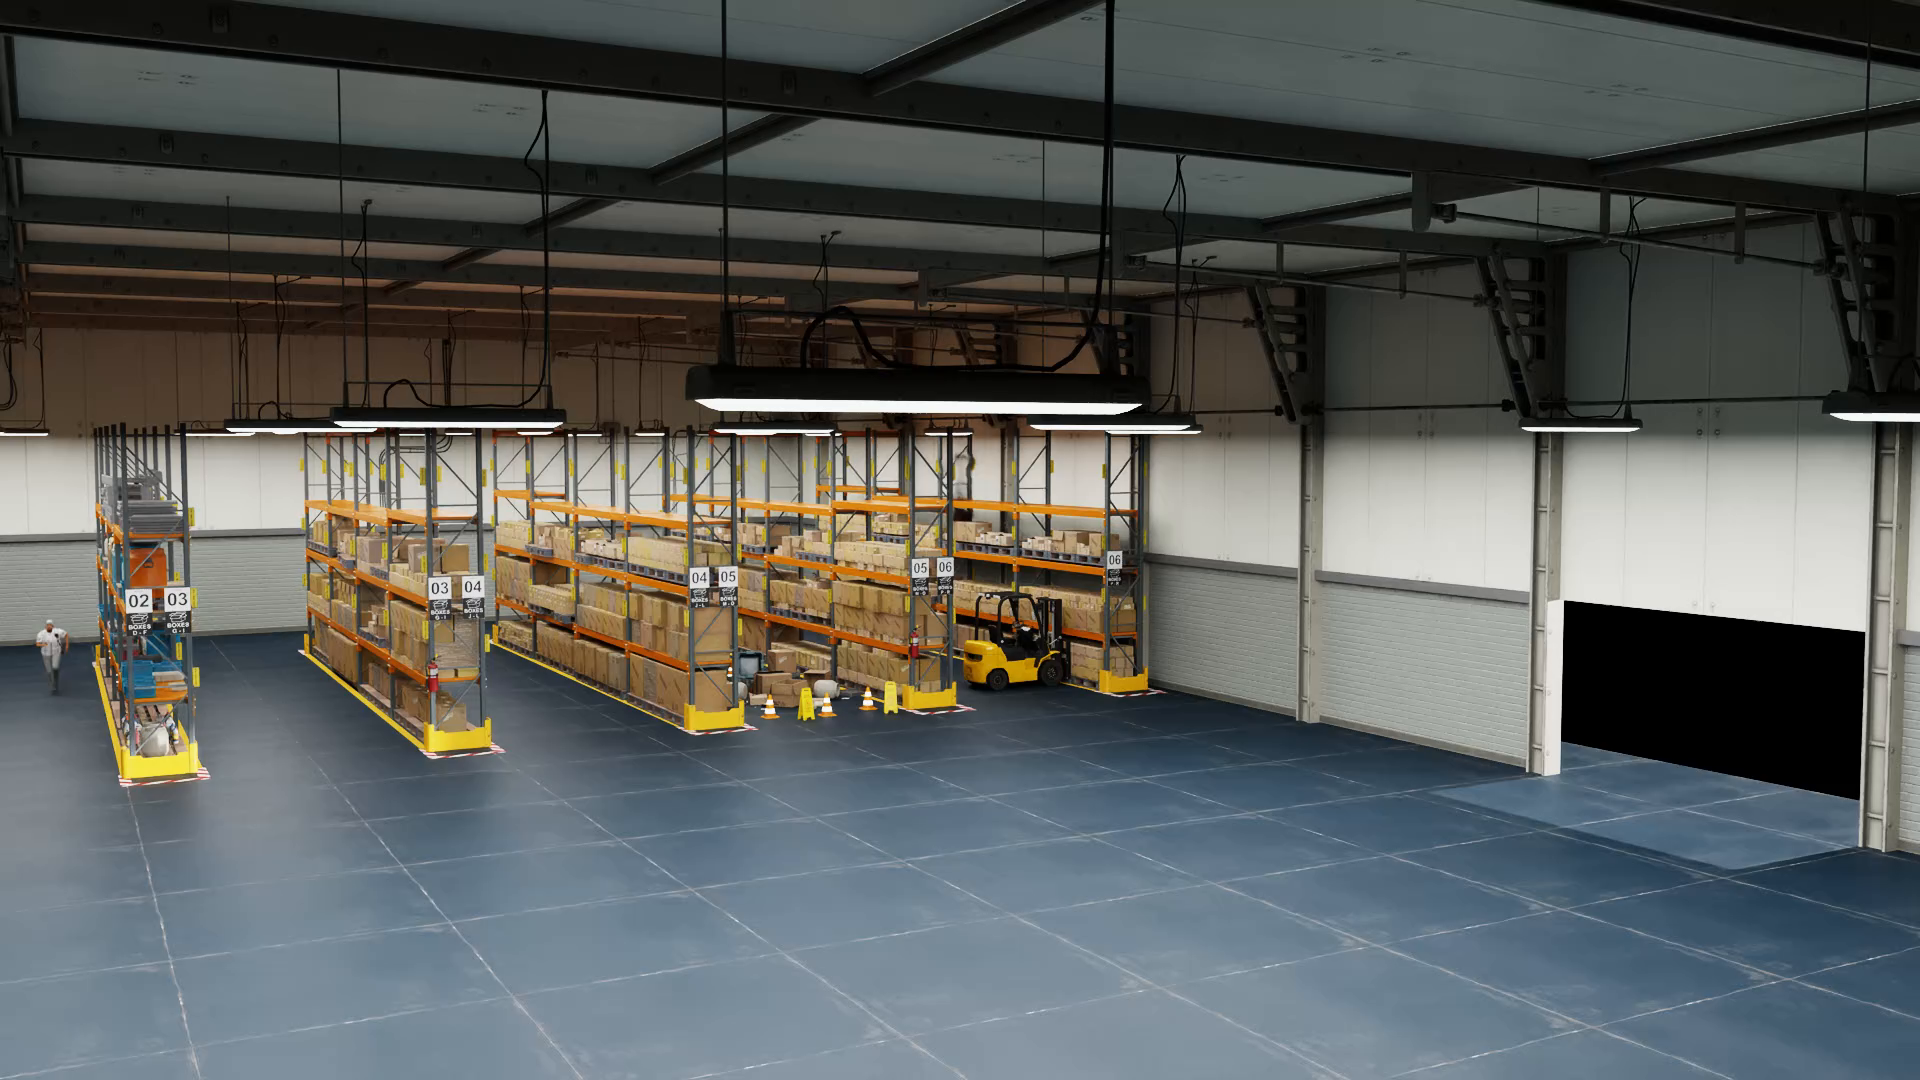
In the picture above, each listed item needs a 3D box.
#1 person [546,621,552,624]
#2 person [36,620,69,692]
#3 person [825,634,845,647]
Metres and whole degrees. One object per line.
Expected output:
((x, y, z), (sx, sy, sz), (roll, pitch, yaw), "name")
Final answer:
((-12.422, 1.946, 49.864), (0.573, 1.550, 0.619), (2, 4, 26), "person")
((-20.564, 2.615, 37.679), (0.630, 1.654, 0.790), (-1, 4, -23), "person")
((-3.482, 2.088, 45.406), (0.725, 1.794, 0.952), (-2, 4, -33), "person")
